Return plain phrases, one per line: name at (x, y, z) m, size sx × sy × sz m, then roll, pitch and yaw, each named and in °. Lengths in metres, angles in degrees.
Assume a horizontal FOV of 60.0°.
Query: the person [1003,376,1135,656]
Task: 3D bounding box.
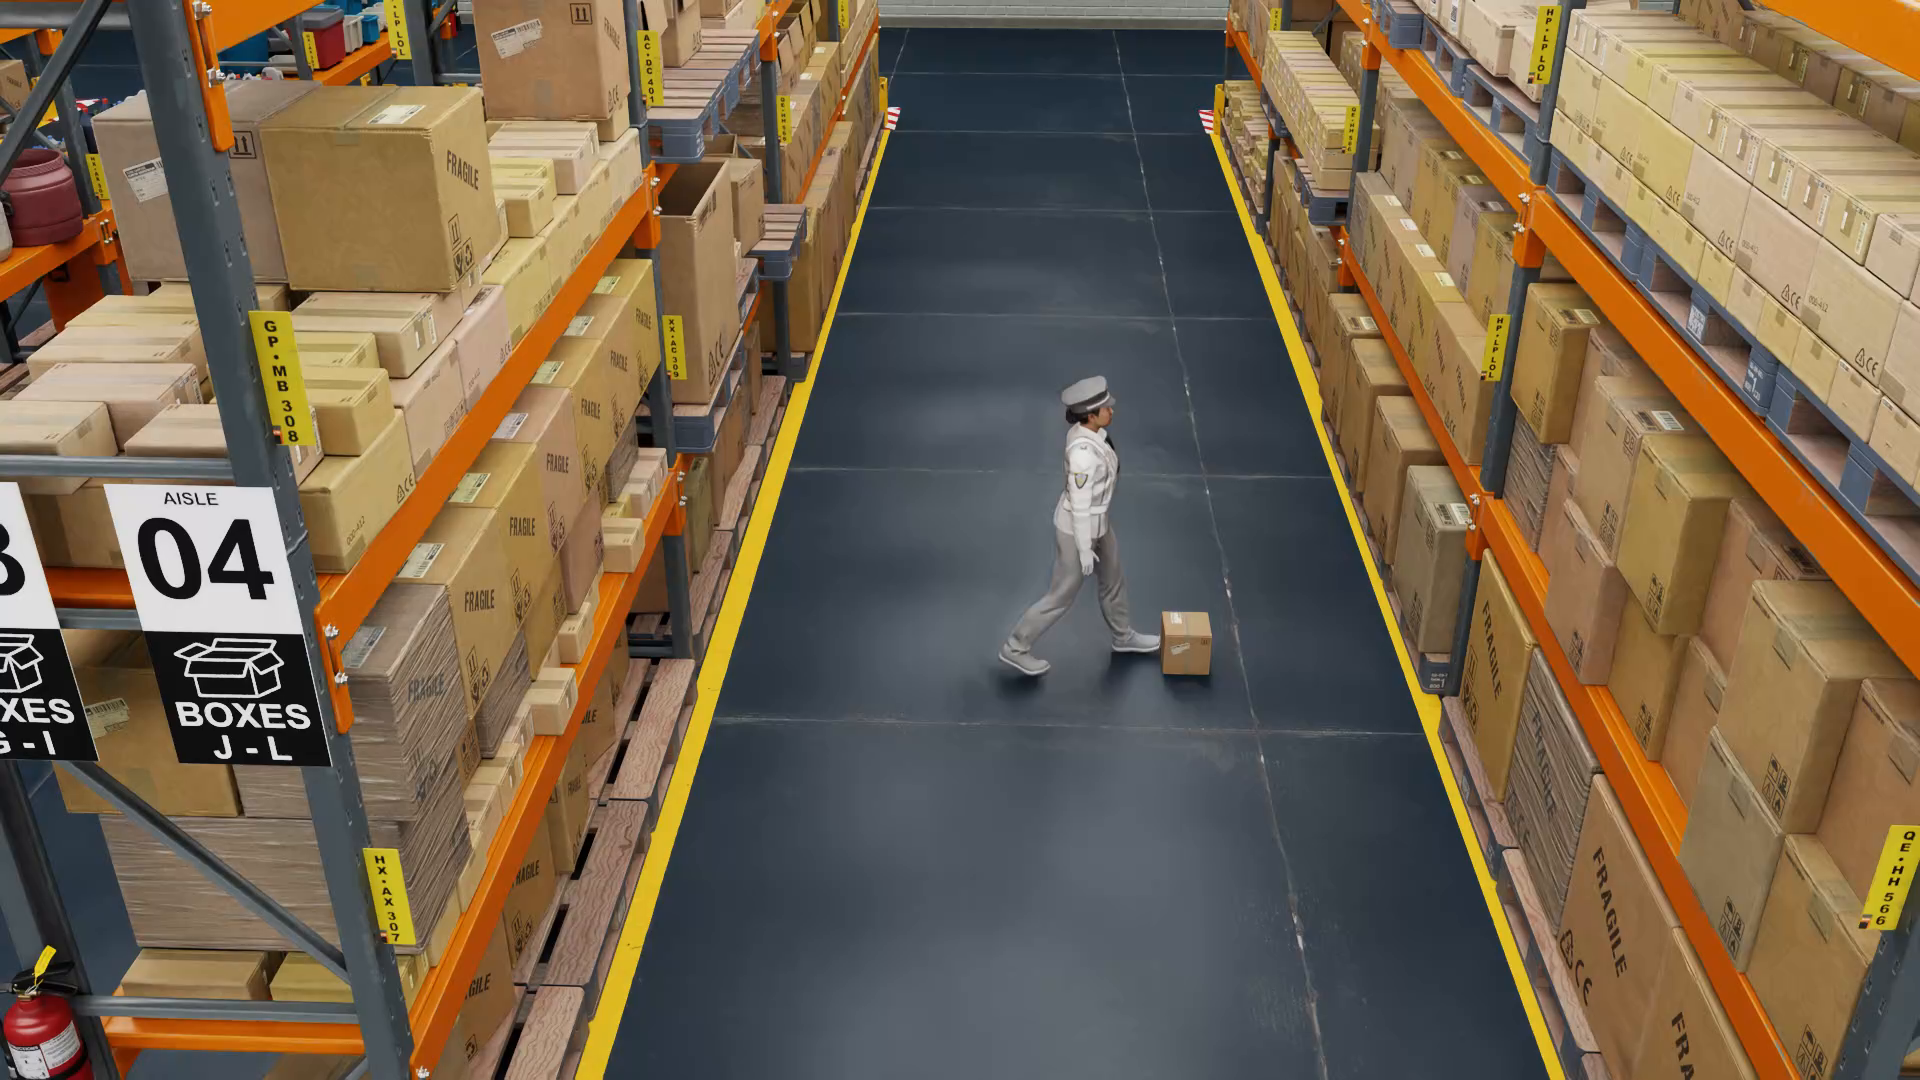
person at (0.599, -0.098, 8.712) m, size 0.703 × 1.601 × 0.488 m, roll 3°, pitch 28°, yaw 6°
